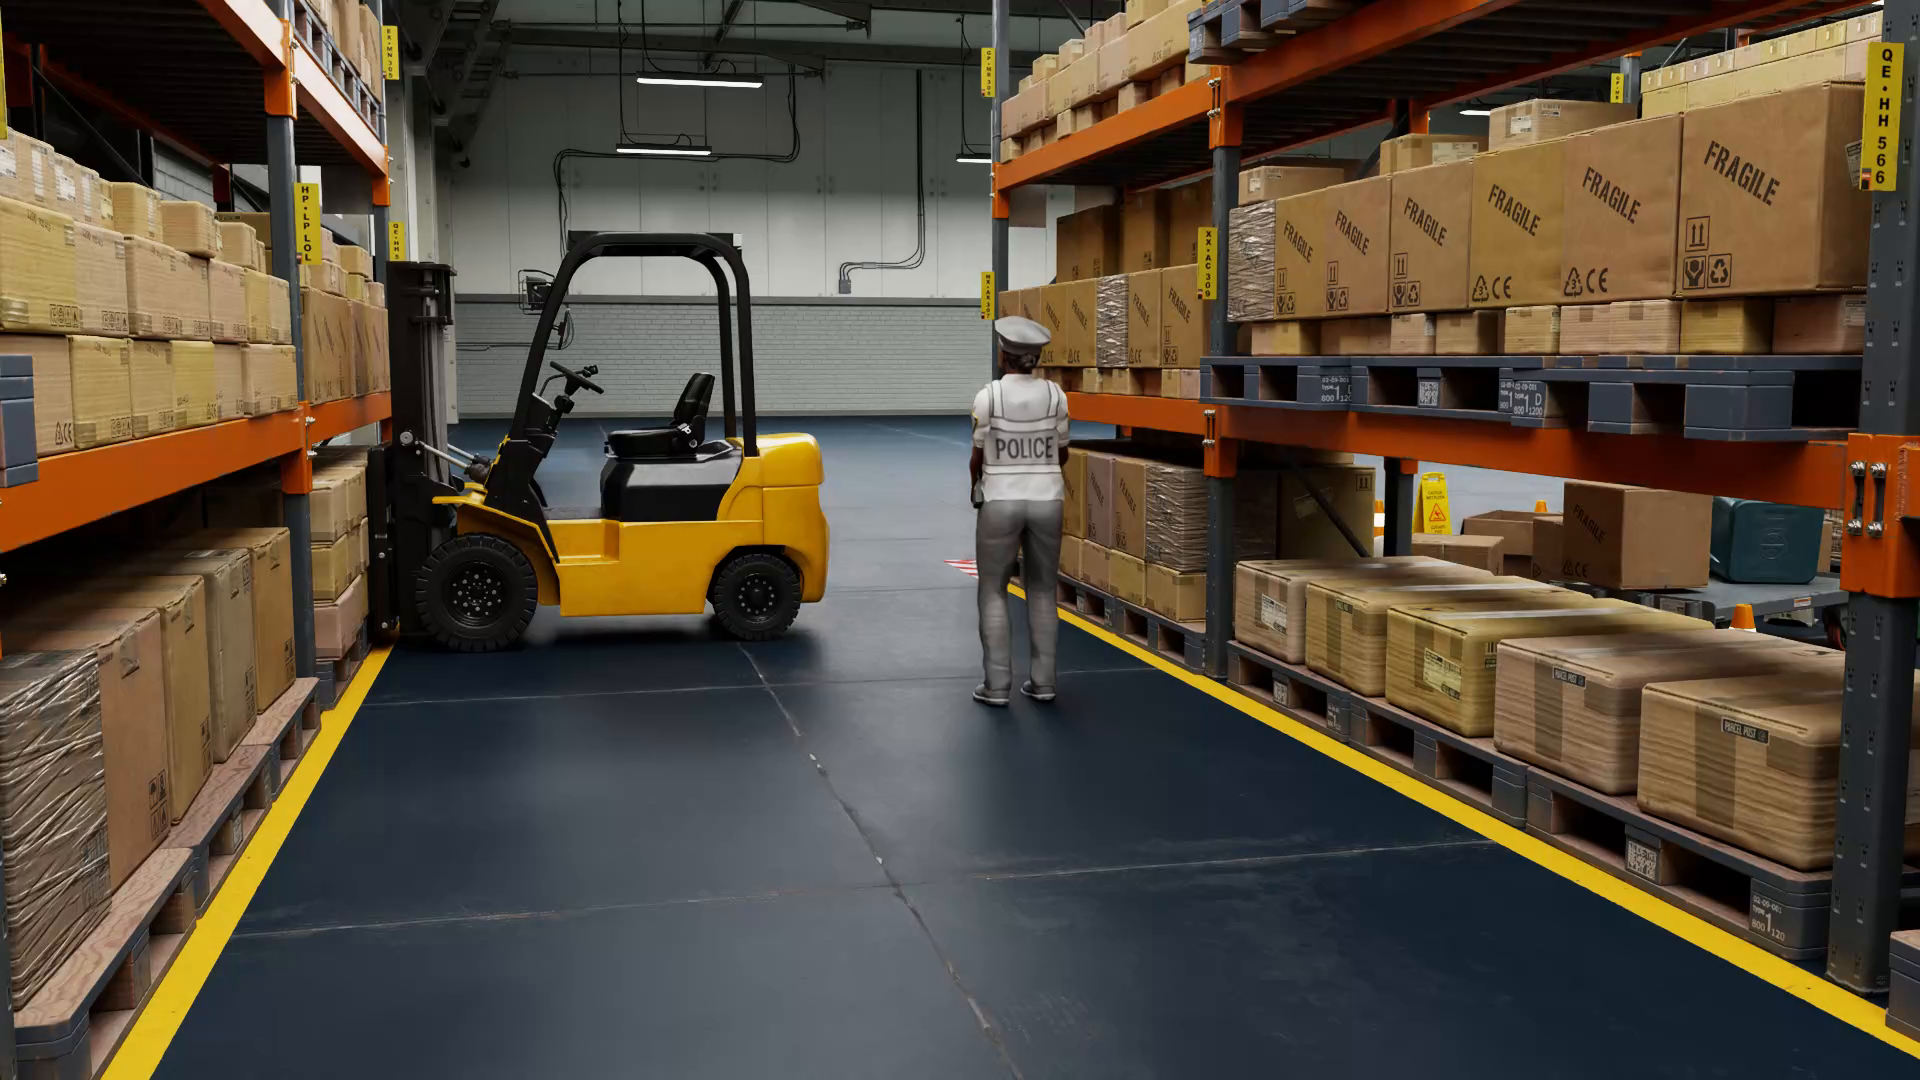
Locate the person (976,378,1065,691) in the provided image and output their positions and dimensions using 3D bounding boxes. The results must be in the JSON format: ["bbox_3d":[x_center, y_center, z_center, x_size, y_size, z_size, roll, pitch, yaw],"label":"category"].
[{"bbox_3d":[0.269,-0.026,7.223,0.391,1.347,0.327,-1,6,-13],"label":"person"}]
